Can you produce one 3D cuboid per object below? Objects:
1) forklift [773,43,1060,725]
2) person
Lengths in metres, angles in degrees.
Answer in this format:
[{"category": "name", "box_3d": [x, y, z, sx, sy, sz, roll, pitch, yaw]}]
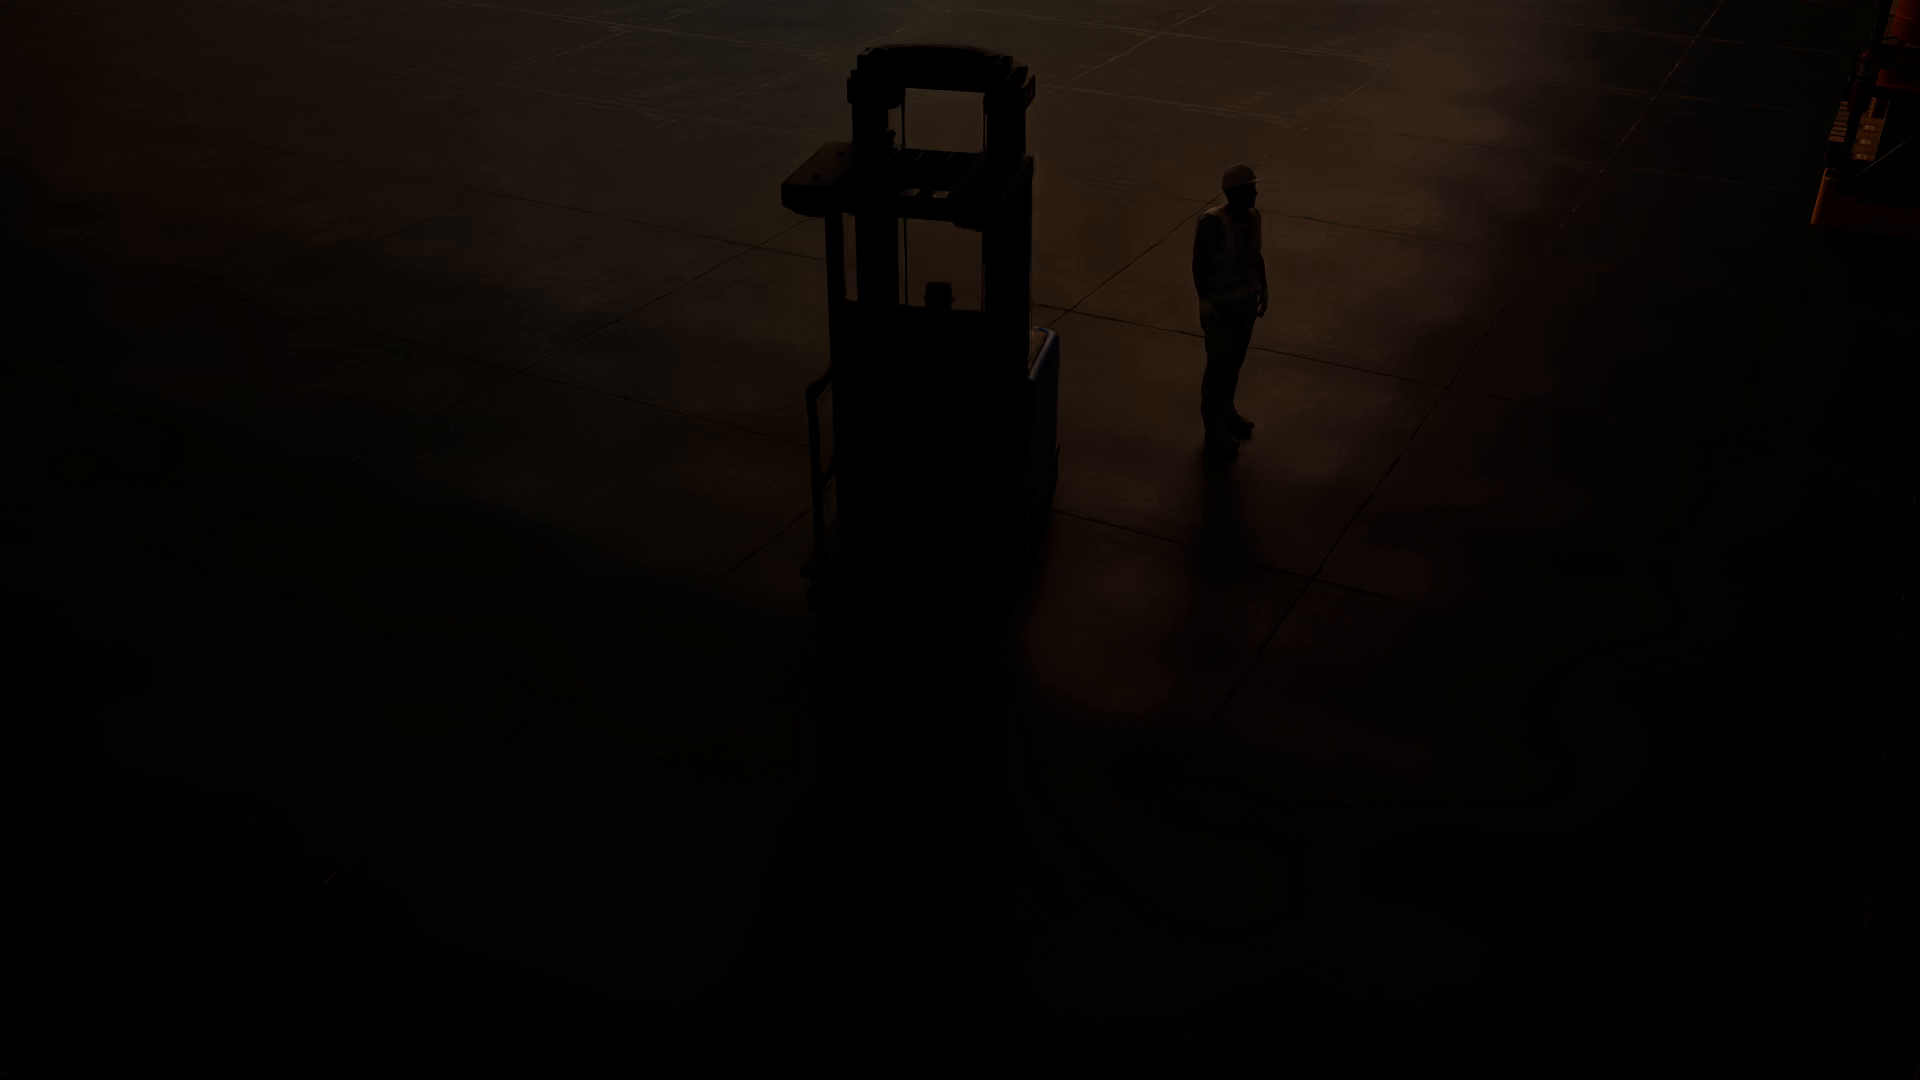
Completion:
[{"category": "forklift", "box_3d": [-0.231, -0.964, 8.741, 1.130, 2.935, 3.031, 7, 31, 12]}, {"category": "person", "box_3d": [1.832, -1.550, 10.892, 0.660, 1.783, 0.578, -24, 38, -36]}]
